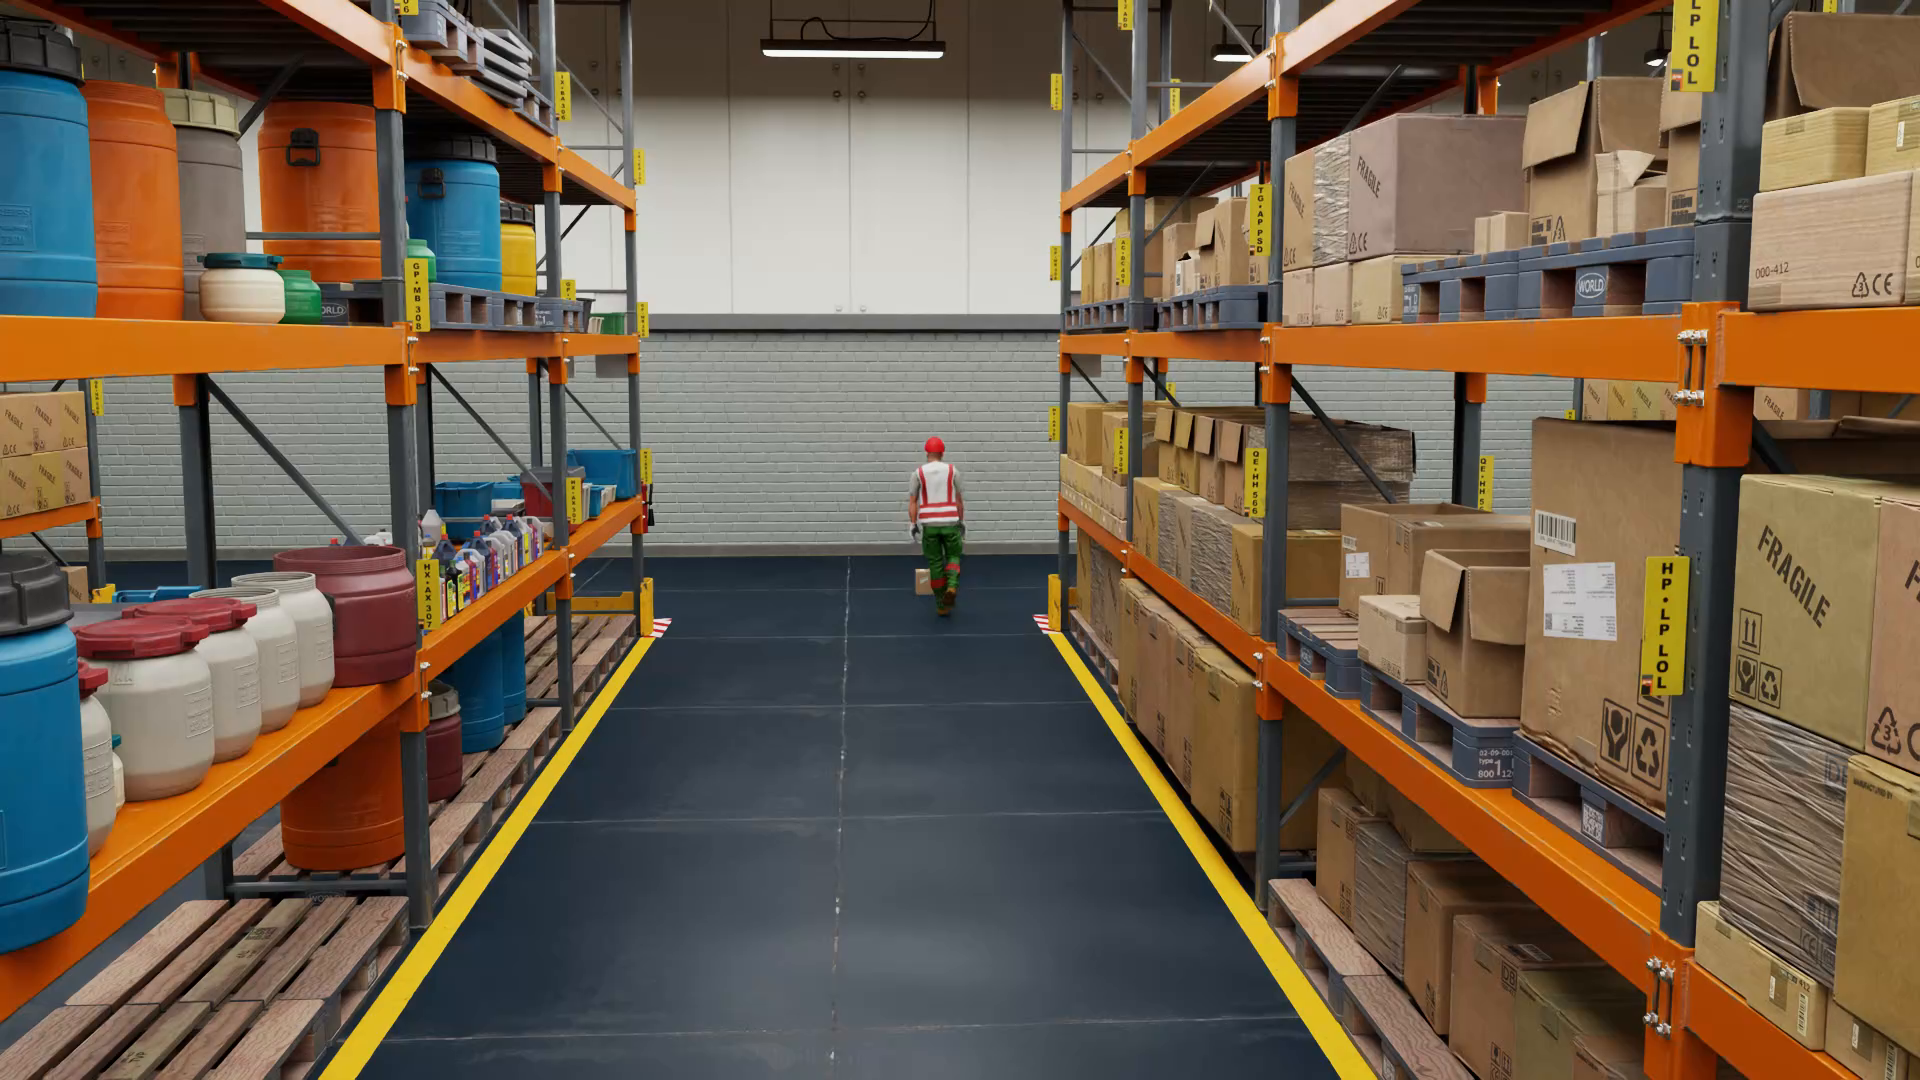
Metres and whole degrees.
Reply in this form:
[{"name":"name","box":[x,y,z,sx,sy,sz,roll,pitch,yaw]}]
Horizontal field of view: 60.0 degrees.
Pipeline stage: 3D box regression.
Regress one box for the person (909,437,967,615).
[{"name":"person","box":[-0.215,-0.139,16.684,0.593,1.784,0.556,0,7,-3]}]
